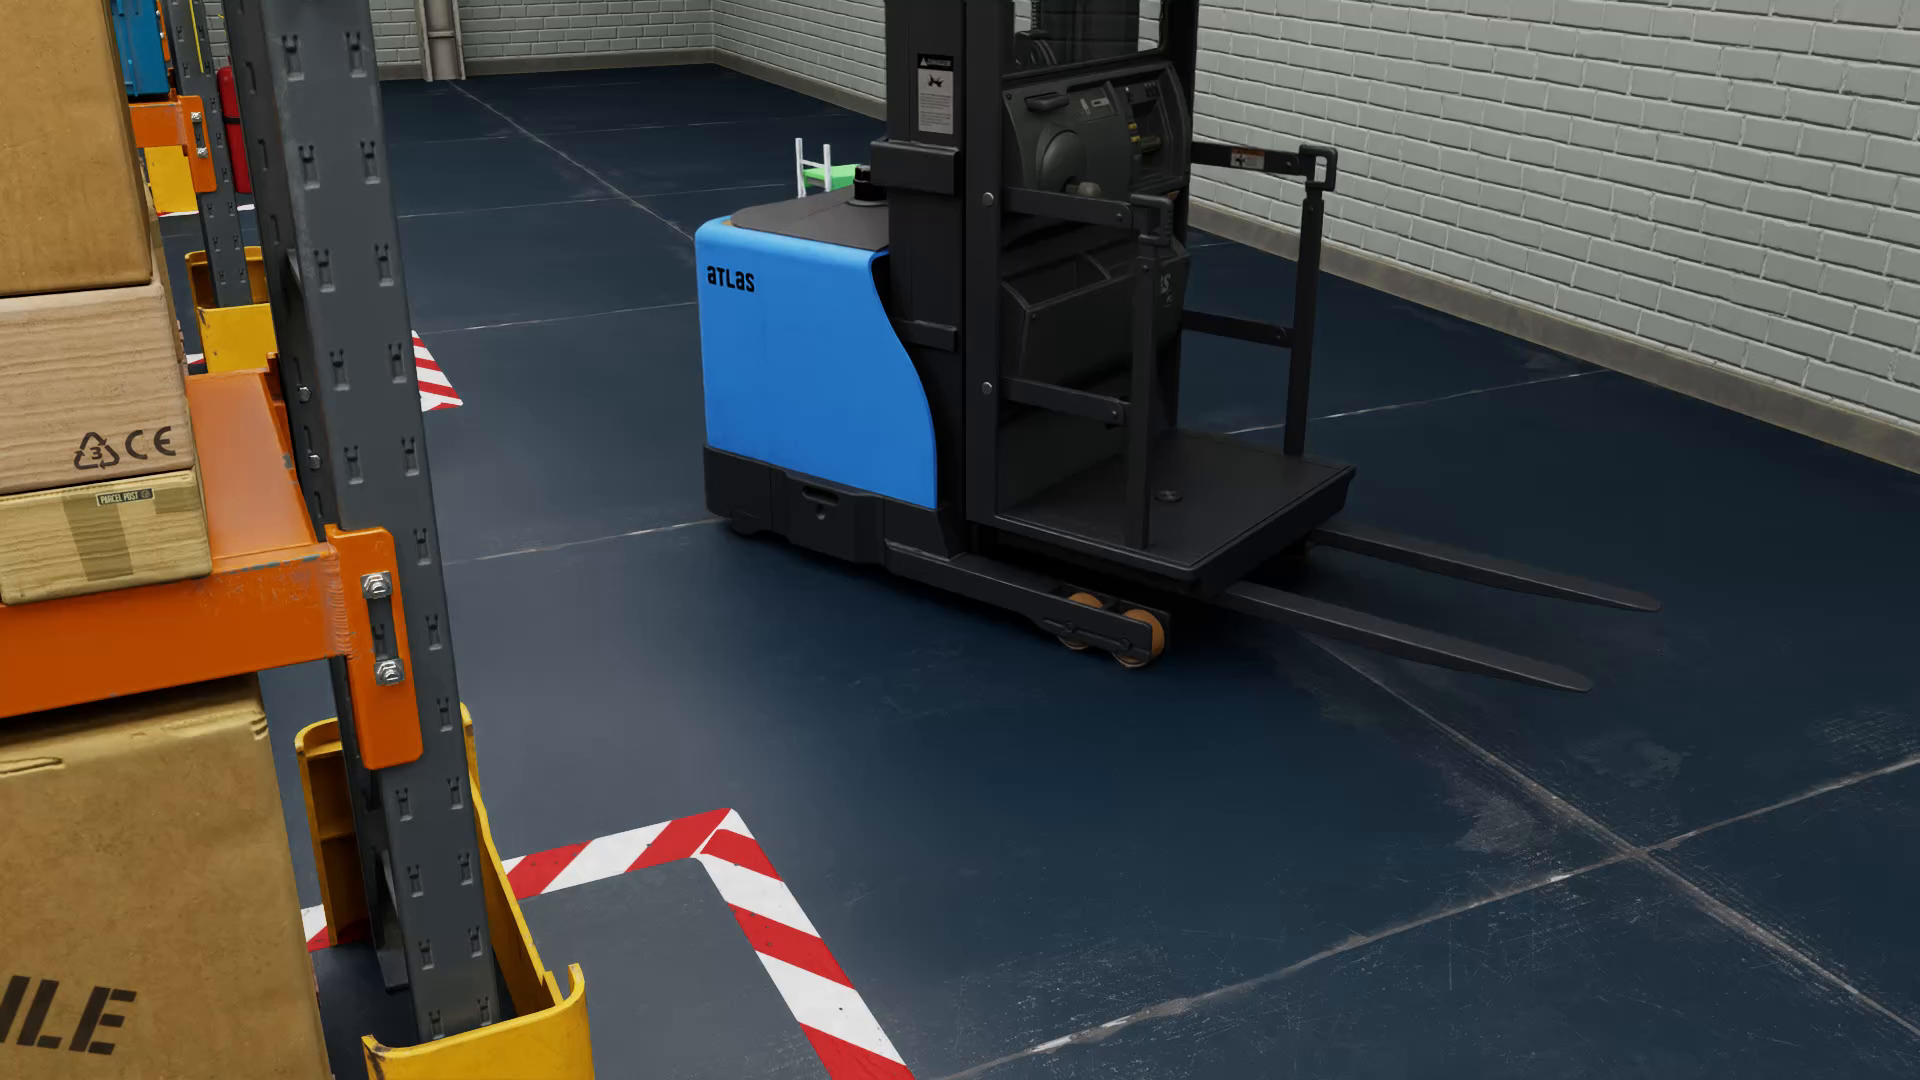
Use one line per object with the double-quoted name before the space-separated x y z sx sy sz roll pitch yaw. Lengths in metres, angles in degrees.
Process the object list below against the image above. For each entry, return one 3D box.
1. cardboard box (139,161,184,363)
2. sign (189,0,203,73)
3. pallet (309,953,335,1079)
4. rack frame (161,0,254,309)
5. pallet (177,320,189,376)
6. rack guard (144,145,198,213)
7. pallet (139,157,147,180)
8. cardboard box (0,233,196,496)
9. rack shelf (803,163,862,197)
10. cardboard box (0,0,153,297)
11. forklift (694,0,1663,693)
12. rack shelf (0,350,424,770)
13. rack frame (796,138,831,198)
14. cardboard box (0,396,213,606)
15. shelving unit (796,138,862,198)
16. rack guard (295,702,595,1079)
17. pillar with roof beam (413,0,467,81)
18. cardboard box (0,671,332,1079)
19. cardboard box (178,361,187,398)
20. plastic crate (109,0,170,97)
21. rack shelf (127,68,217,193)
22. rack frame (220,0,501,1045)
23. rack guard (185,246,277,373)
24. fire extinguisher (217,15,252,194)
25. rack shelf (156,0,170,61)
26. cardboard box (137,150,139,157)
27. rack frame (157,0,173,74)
"cardboard box" -1.566 -0.436 2.689 0.500 0.250 0.500 -11 25 -25
"sign" -2.911 -1.950 6.326 0.005 0.325 0.100 -10 25 -24
"pallet" -1.703 1.093 2.833 1.213 0.211 1.003 -10 25 -24
"rack frame" -3.165 -2.062 6.808 0.127 3.000 1.000 -10 25 -24
"pallet" -3.924 -0.650 7.044 1.213 0.211 1.003 -10 25 -24
"rack guard" -5.378 -2.602 11.382 0.348 0.500 1.175 -10 25 -24
"pallet" -6.096 -2.336 11.117 1.213 0.211 1.003 -10 25 -24
"cardboard box" -1.338 -0.251 2.242 0.500 0.250 0.500 -11 25 -24
"rack shelf" -0.342 -1.362 6.374 0.480 0.148 0.258 -14 25 -30
"cardboard box" -1.341 -0.598 2.099 0.500 0.500 0.500 -10 25 -23
"forklift" 0.590 -1.213 4.847 3.031 2.935 1.130 16 27 34
"rack shelf" -2.819 0.309 2.021 4.000 0.370 1.077 -10 25 -24
"rack frame" -0.539 -0.923 6.400 0.015 1.200 0.240 -14 25 -30
"cardboard box" -1.194 -0.066 2.316 0.250 0.149 0.380 -10 24 -23
"shelving unit" -0.335 -0.974 6.524 0.503 1.200 0.258 -14 25 -30
"rack guard" -0.995 0.796 3.173 0.348 0.500 1.175 -10 25 -24
"pillar with roof beam" -3.536 -7.510 12.127 0.400 9.000 9.100 -10 25 -24
"cardboard box" -1.558 0.567 2.688 0.875 0.875 0.875 -10 25 -24
"cardboard box" -1.479 -0.293 2.865 0.250 0.149 0.380 -10 25 -23
"plastic crate" -3.385 -1.986 6.501 0.499 0.435 0.616 -10 25 -24
"rack shelf" -4.967 -1.397 6.145 4.000 0.370 1.077 -10 25 -24
"rack frame" -1.016 -0.355 2.685 0.127 3.000 1.000 -10 25 -24
"rack guard" -3.149 -0.915 7.307 0.348 0.500 1.175 -10 25 -24
"fire extinguisher" -2.832 -1.722 6.577 0.183 0.674 0.296 -10 25 -24
"rack shelf" -7.112 -3.105 10.270 4.000 0.370 1.077 -10 25 -24
"cardboard box" -5.836 -2.704 11.513 0.250 0.149 0.380 -10 25 -24
"rack frame" -5.309 -3.769 10.934 0.127 3.000 1.000 -10 25 -24
